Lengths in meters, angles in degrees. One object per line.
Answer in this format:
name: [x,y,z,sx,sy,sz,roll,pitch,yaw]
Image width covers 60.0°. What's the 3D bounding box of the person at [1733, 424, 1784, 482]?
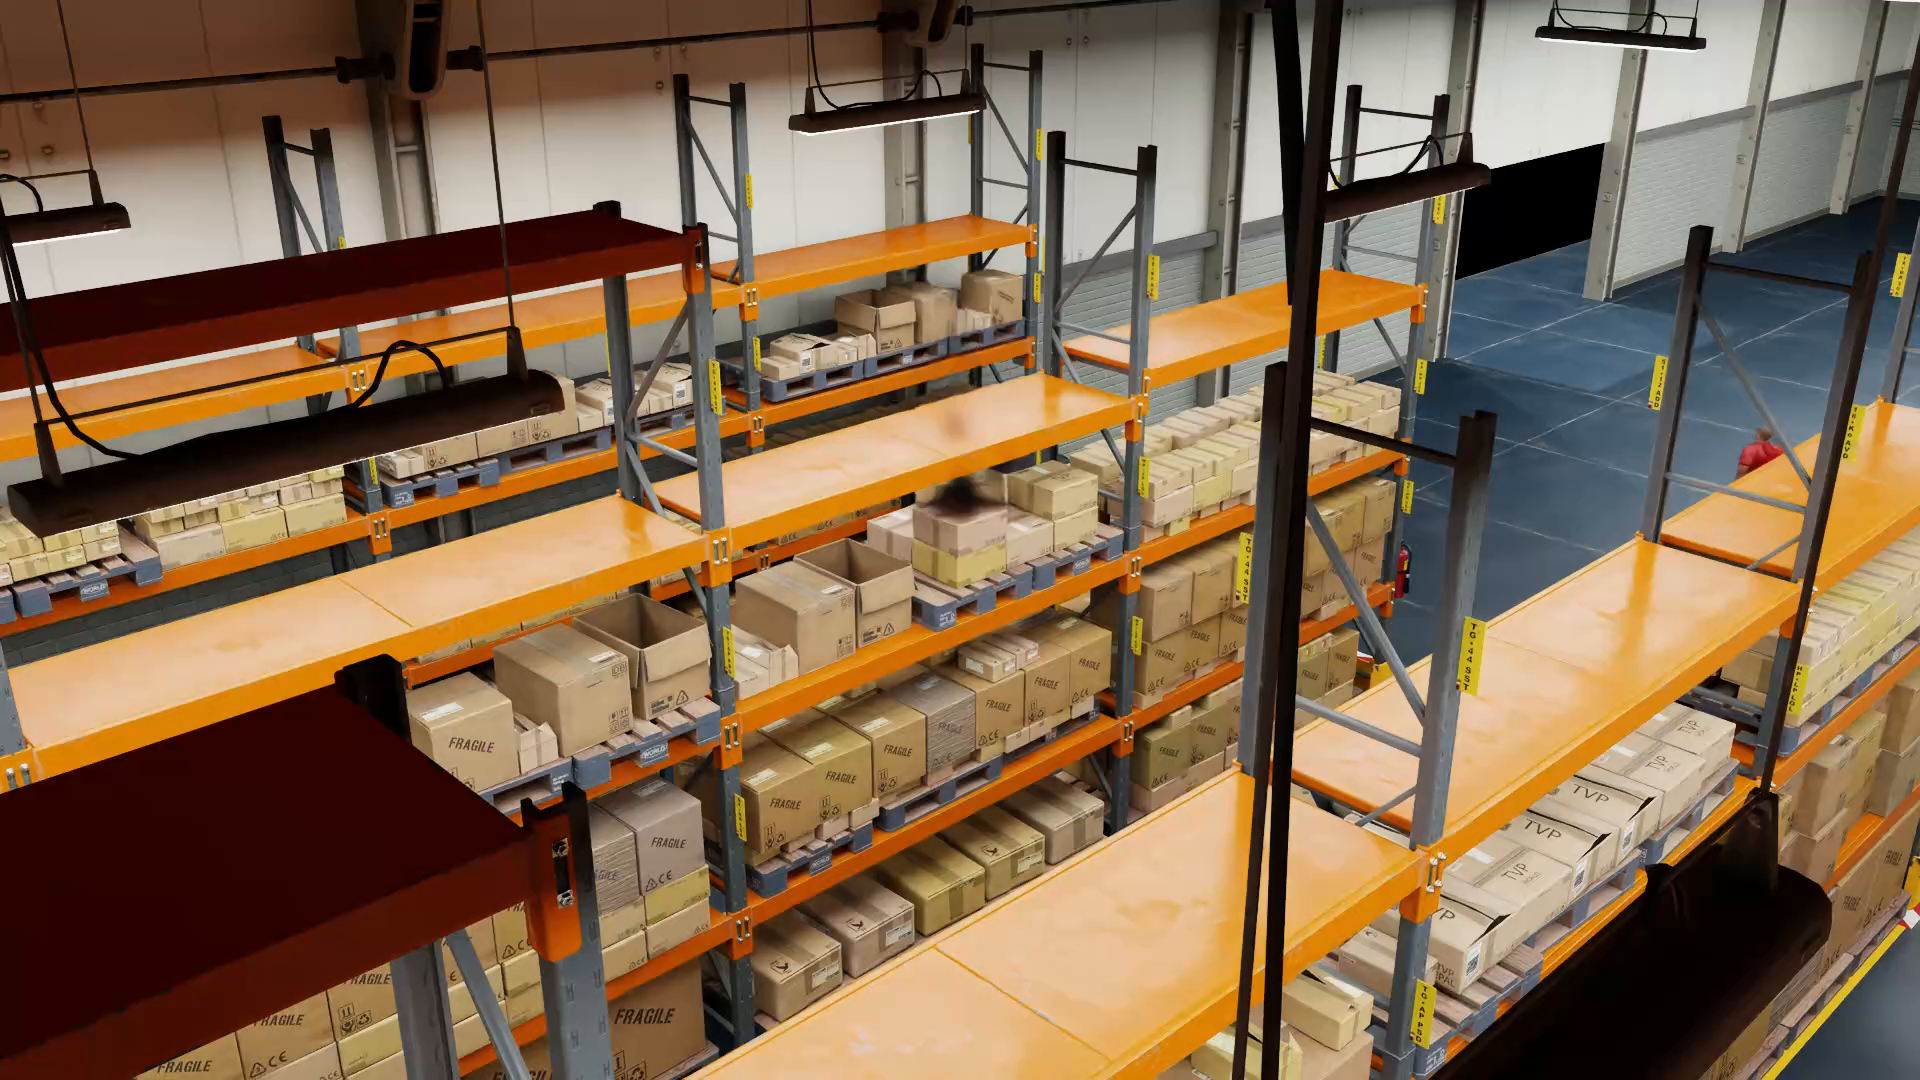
person: [9.602,-0.561,20.064,0.642,1.718,1.024,2,23,6]
